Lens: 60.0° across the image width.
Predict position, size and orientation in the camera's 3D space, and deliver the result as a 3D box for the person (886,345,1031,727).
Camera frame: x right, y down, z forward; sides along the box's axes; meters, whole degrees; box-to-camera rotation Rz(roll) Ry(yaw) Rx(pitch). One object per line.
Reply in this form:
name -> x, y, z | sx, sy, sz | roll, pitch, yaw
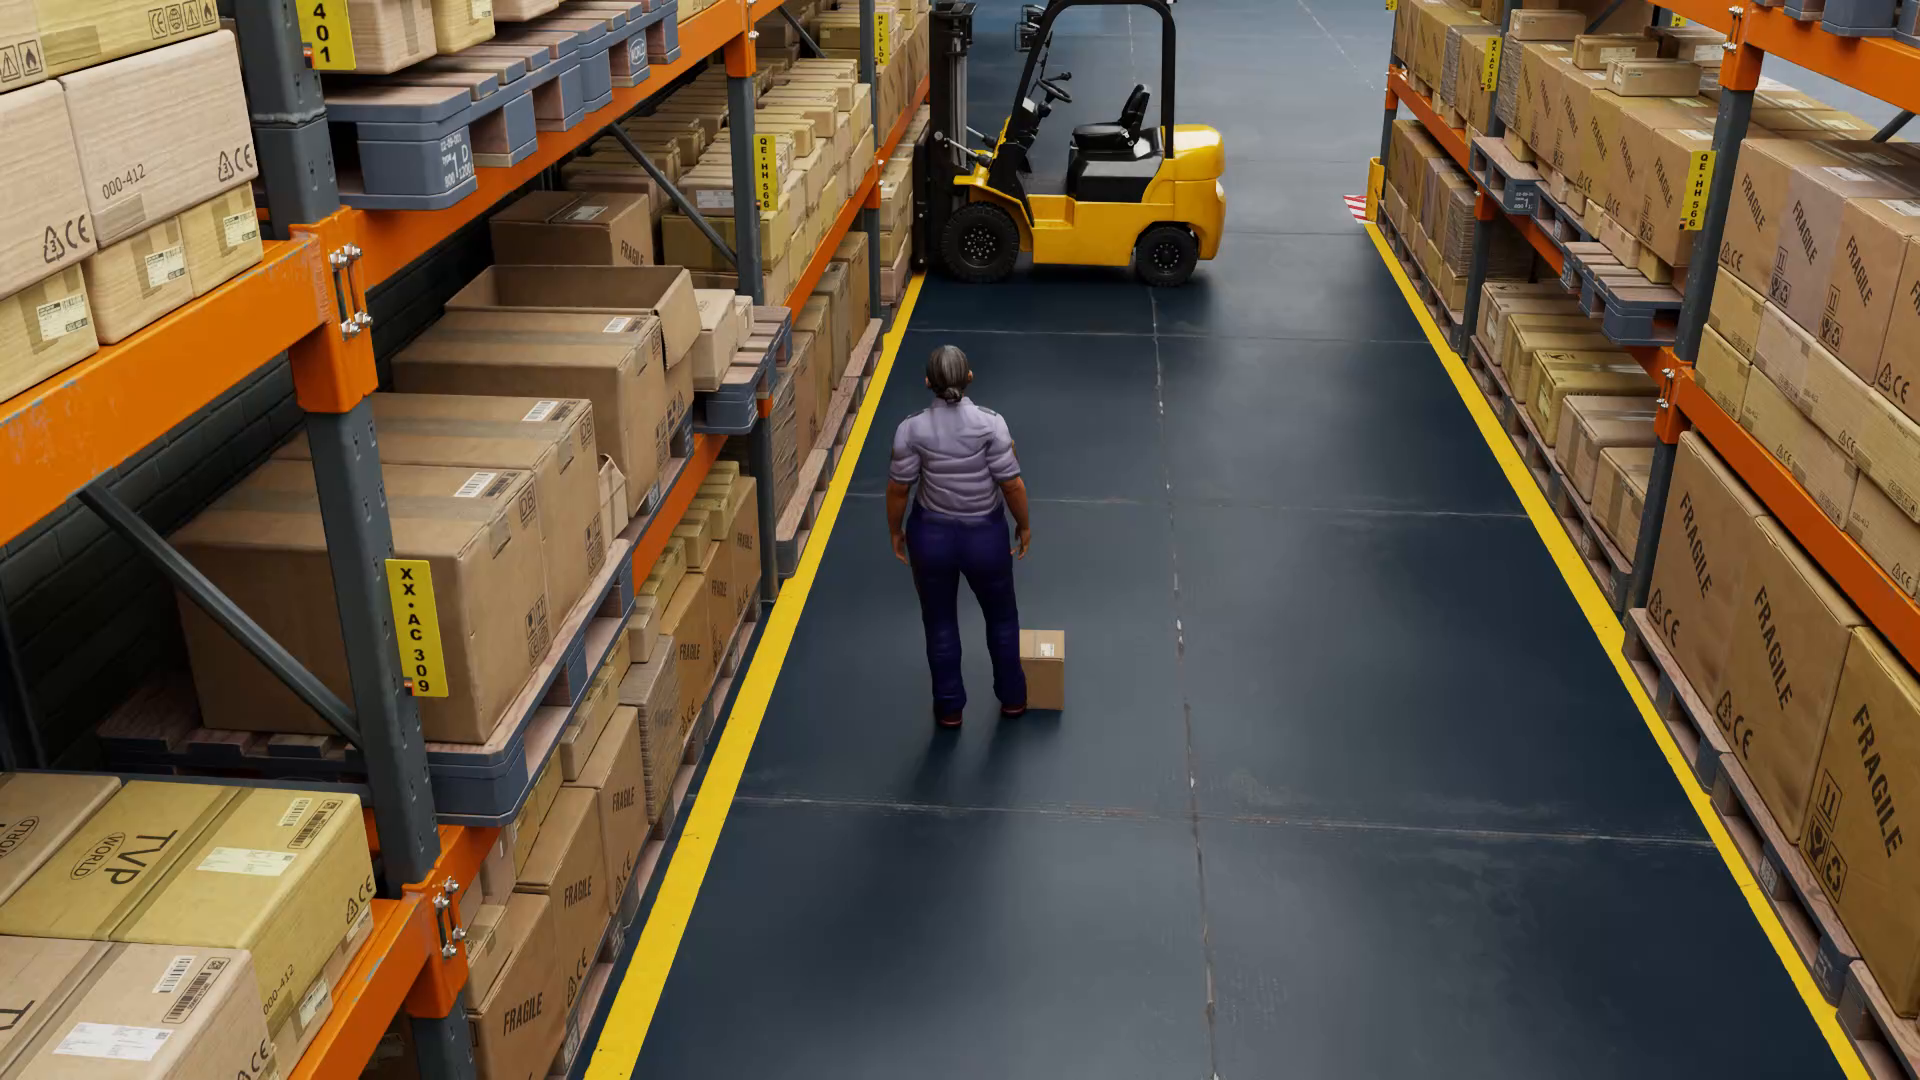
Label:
person -> 0.019, -0.028, 6.658 | 0.598, 1.651, 0.503 | 2, 25, 4
